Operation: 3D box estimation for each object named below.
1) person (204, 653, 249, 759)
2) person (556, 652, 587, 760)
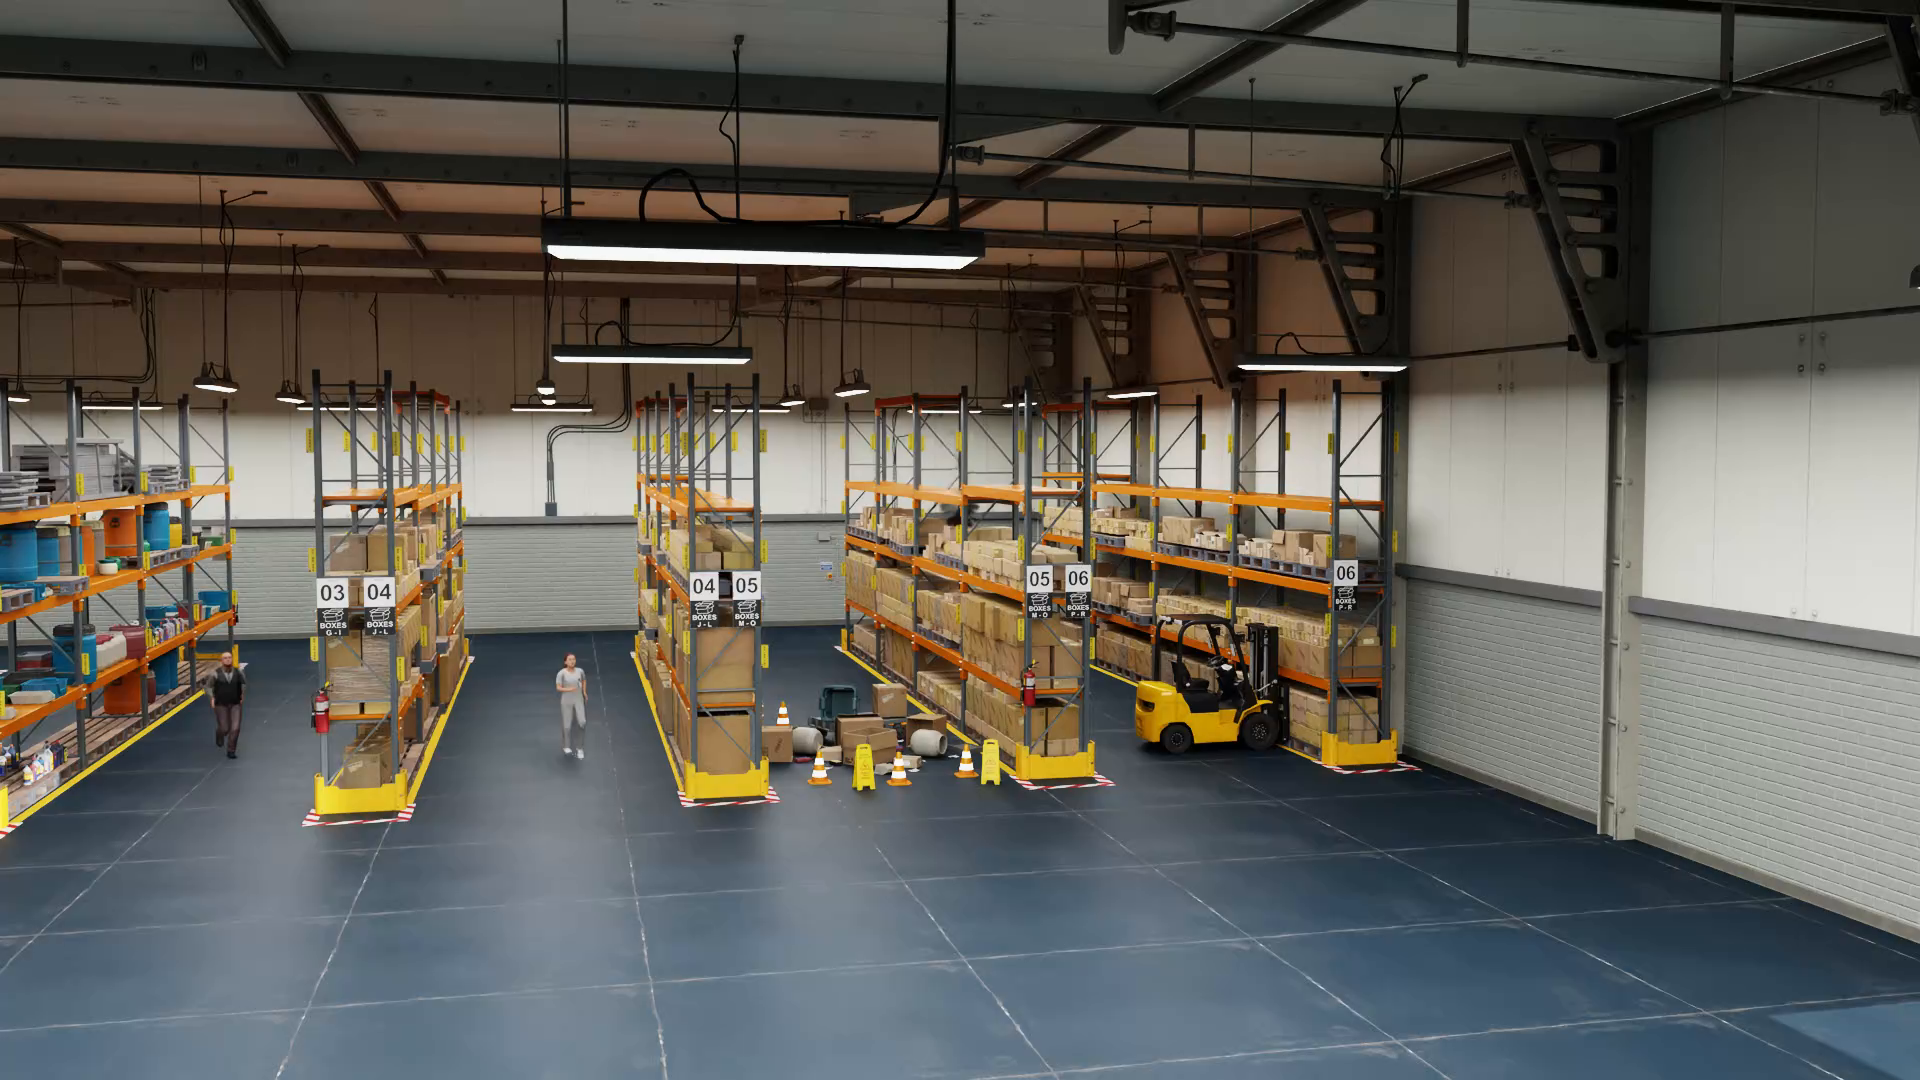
[{"bbox_3d":[-11.716,2.635,26.605,0.664,1.683,0.625,-2,4,-34],"label":"person"},{"bbox_3d":[-6.179,2.634,26.513,0.529,1.700,0.722,-2,4,-26],"label":"person"}]
